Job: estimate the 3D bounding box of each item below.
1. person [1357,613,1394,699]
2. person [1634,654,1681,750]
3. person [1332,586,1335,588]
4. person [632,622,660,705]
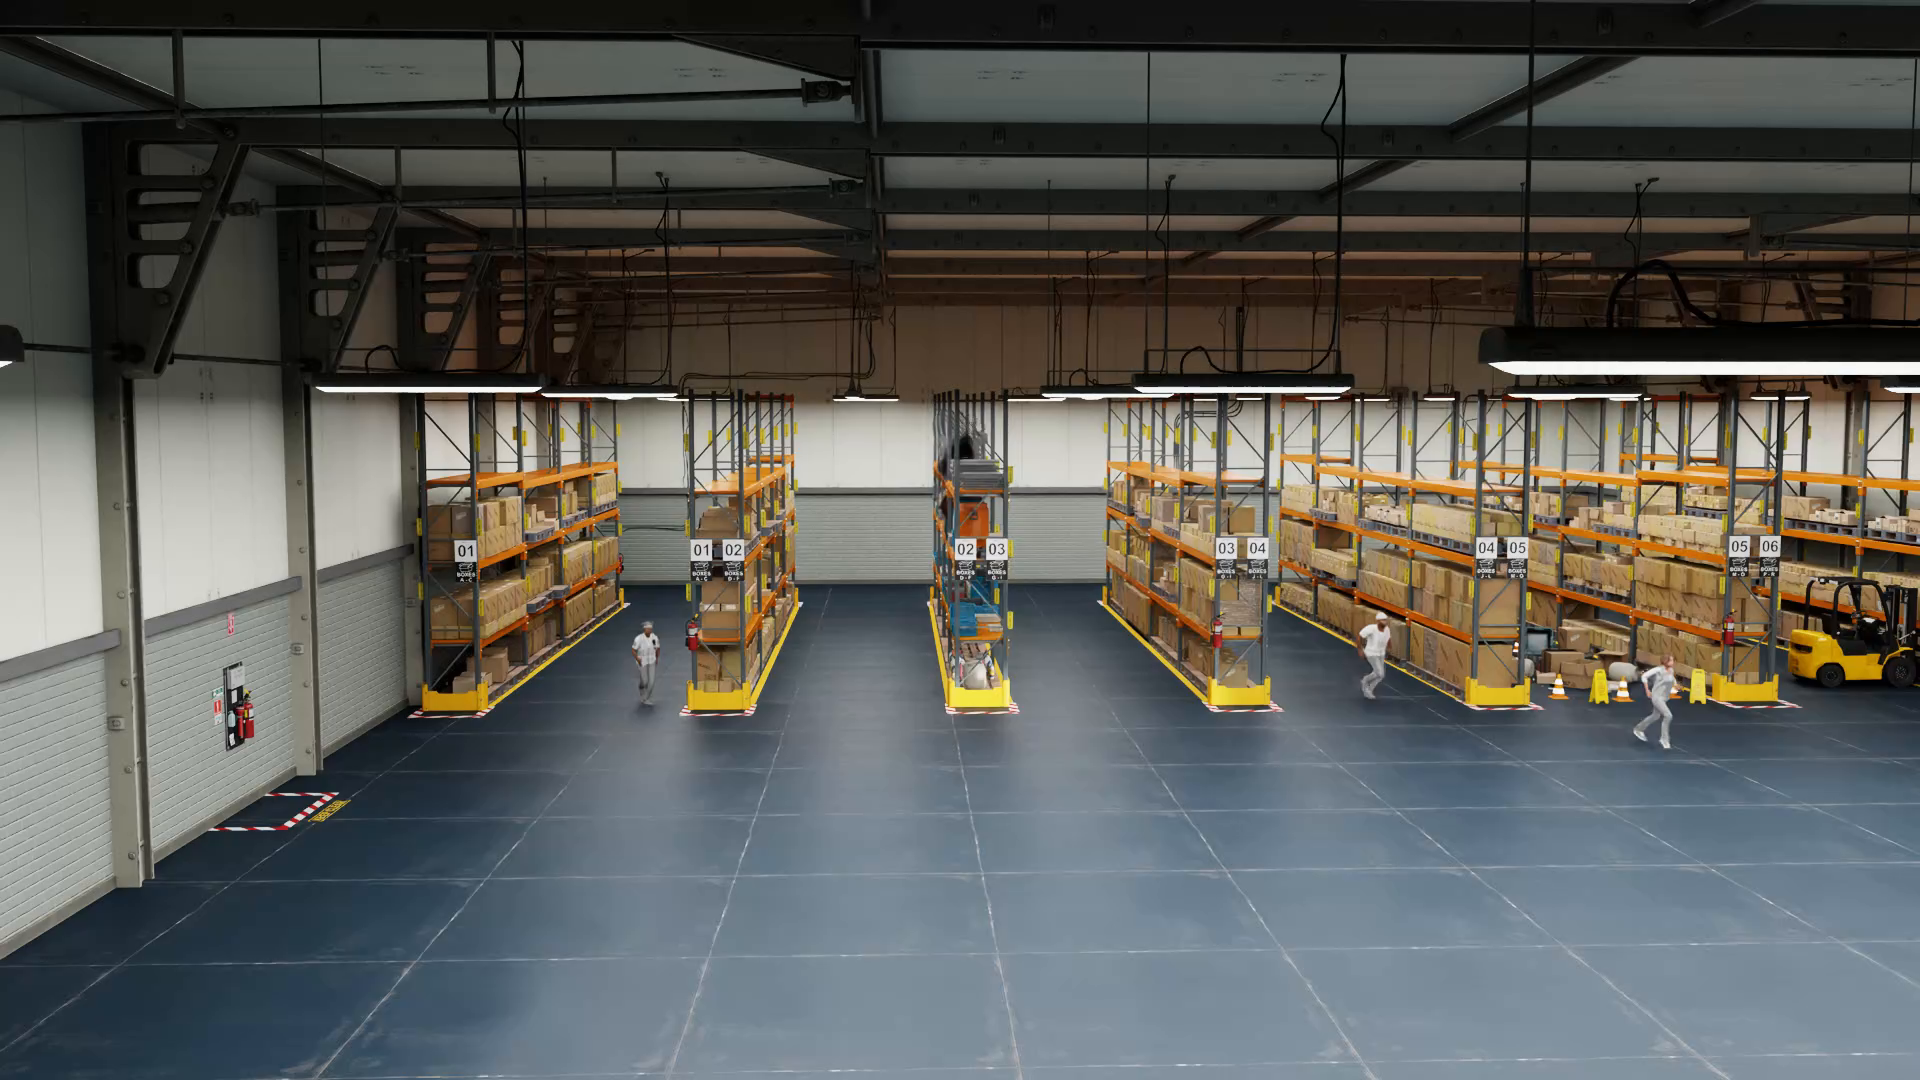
[{"bbox_3d":[8.097,2.239,32.274,0.672,1.698,0.645,-3,6,-34],"label":"person"},{"bbox_3d":[11.657,2.699,27.815,0.539,1.642,0.811,-4,6,-38],"label":"person"},{"bbox_3d":[10.871,0.895,48.472,0.713,1.763,0.933,-2,5,-27],"label":"person"},{"bbox_3d":[-5.996,2.340,31.784,0.548,1.612,0.545,-2,5,-25],"label":"person"}]
